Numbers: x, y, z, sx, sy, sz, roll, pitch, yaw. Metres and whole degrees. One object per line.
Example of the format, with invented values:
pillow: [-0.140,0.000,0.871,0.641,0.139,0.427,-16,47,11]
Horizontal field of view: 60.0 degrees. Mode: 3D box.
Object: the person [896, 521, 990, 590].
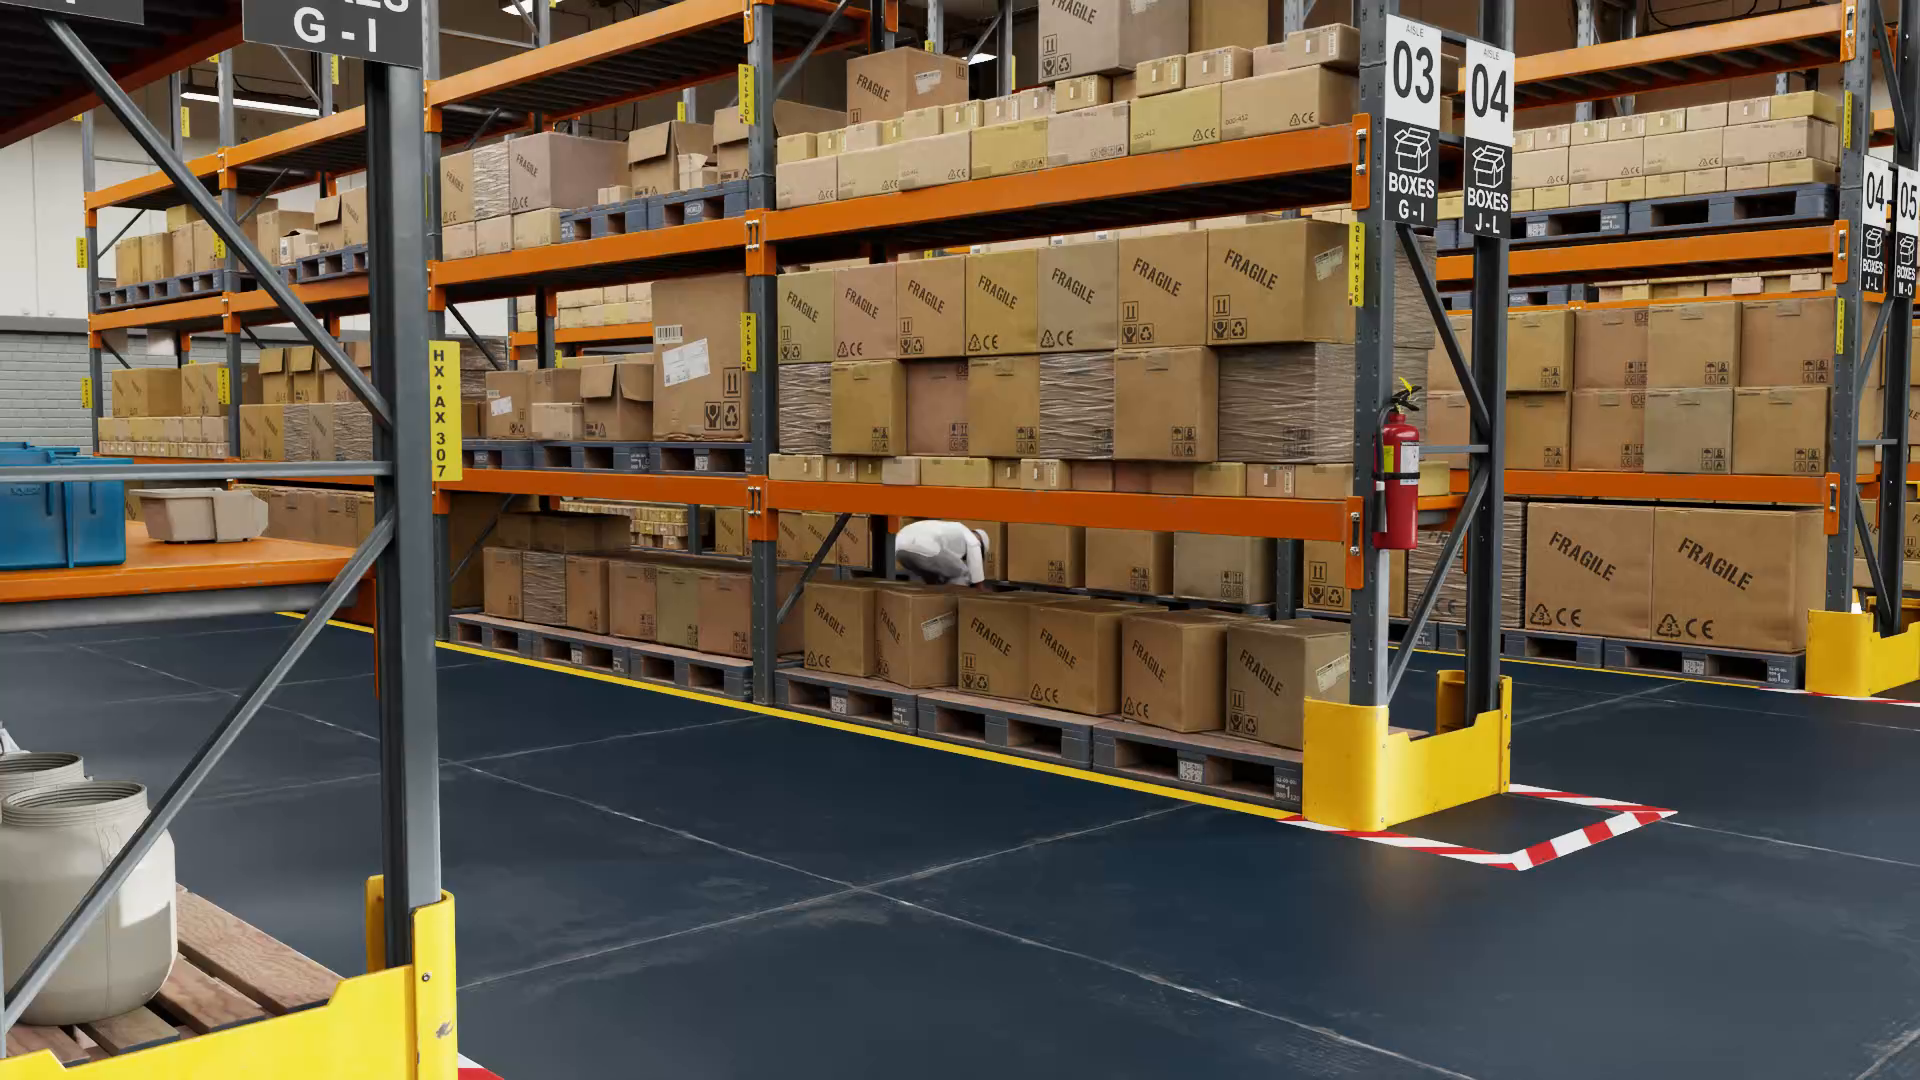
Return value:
person: [-0.117,0.273,13.415,0.504,0.874,0.968,4,5,44]
